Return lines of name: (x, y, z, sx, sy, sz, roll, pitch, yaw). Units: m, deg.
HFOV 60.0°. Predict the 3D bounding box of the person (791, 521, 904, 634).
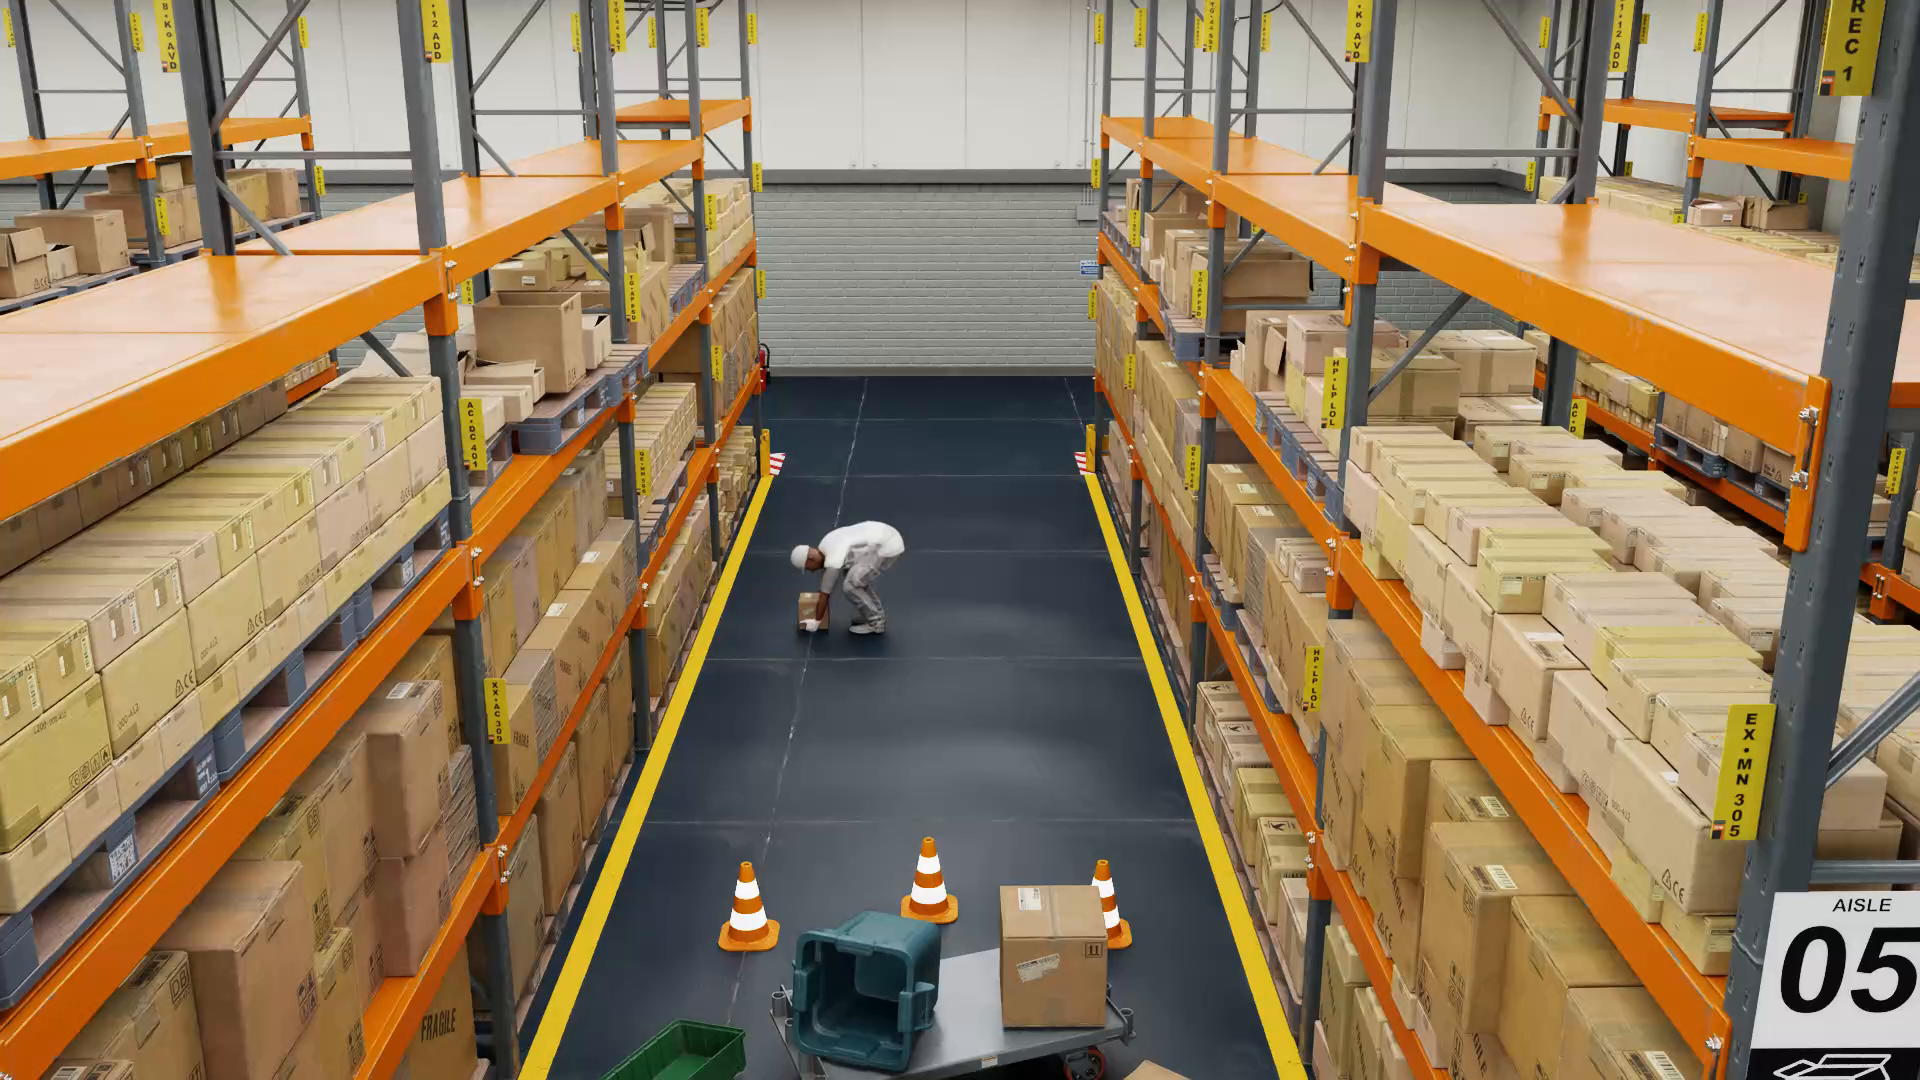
person: (-0.974, 0.320, 14.481, 0.982, 0.945, 0.524, -1, 17, -3)
